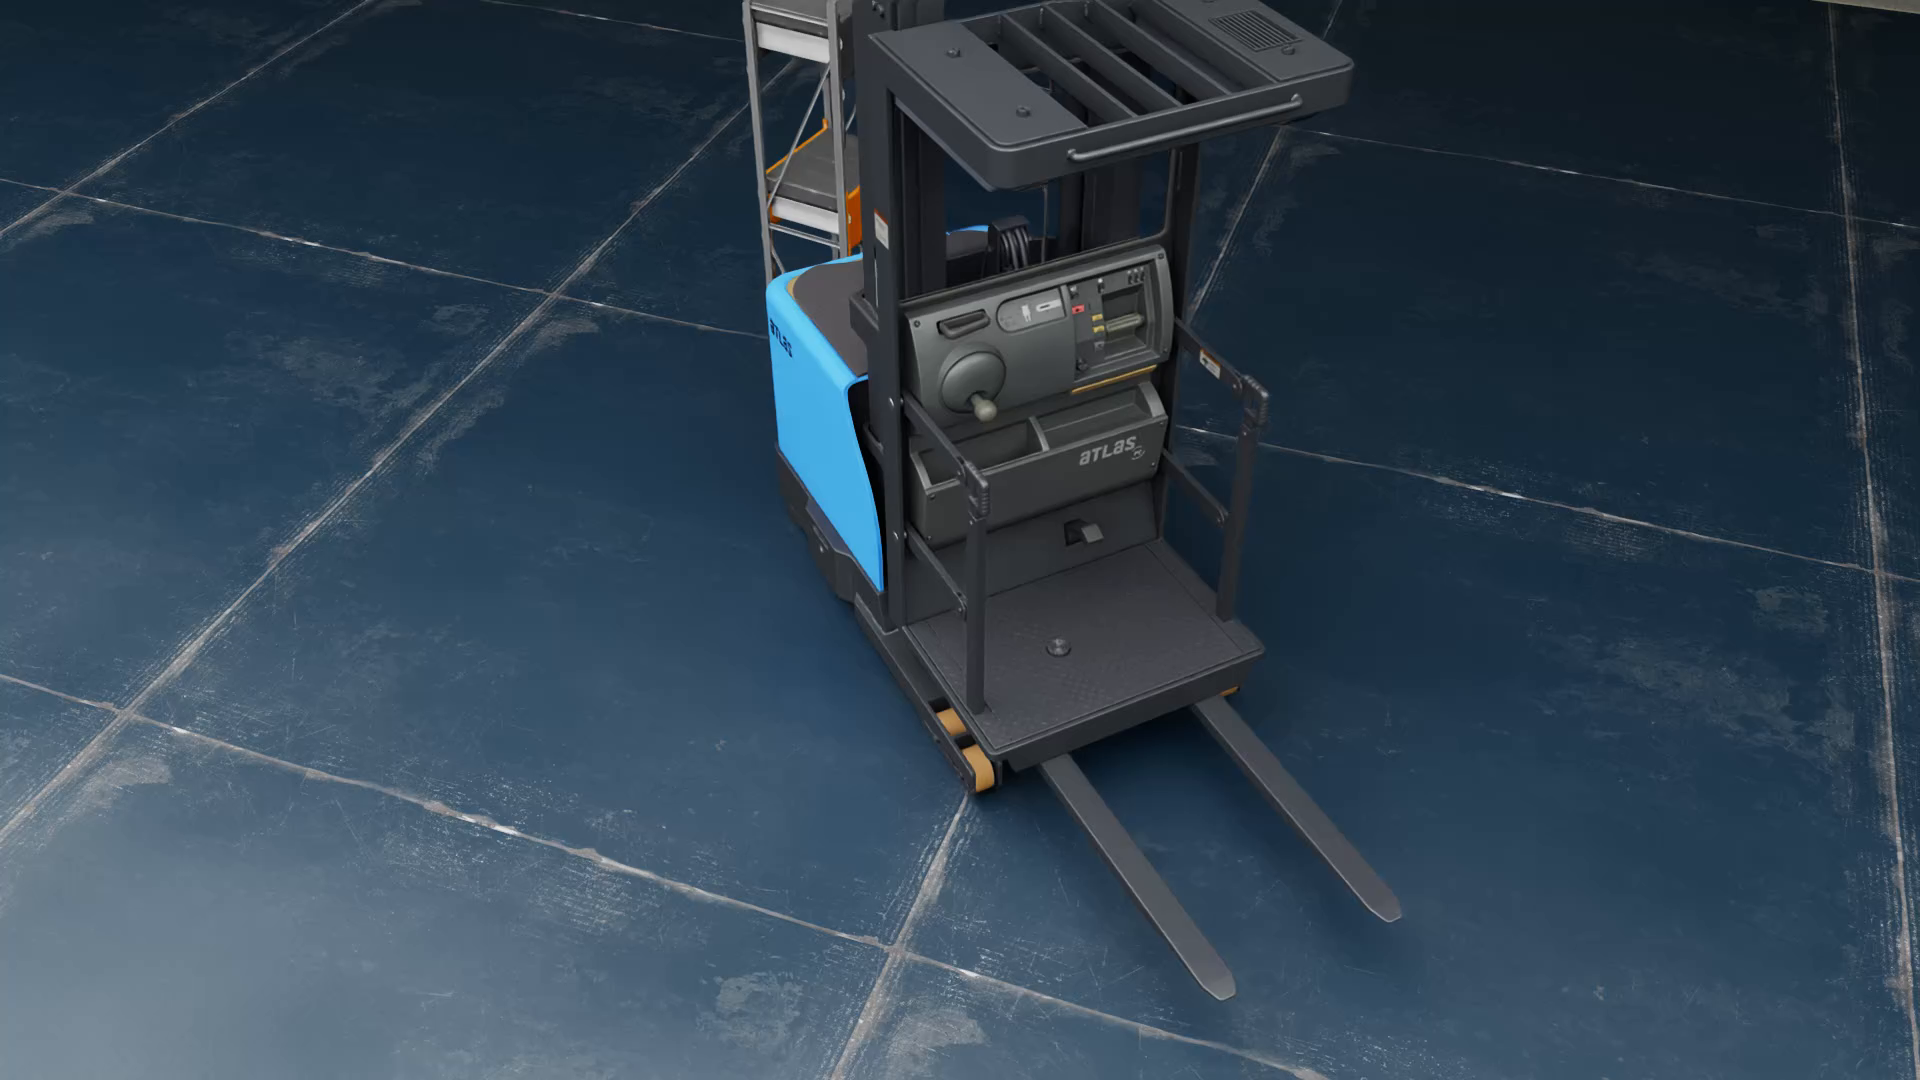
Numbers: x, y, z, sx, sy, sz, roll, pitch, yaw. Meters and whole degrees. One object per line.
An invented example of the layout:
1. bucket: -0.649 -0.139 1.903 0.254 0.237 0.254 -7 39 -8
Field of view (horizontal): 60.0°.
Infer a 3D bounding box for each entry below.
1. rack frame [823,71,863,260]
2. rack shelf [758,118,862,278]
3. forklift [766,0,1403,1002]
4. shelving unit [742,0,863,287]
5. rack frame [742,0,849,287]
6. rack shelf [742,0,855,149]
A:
1. rack frame: -0.372 -1.468 6.852 0.400 2.100 0.015 20 44 22
2. rack shelf: -0.491 -1.319 6.699 0.431 0.518 0.480 20 44 22
3. forklift: 0.369 -0.578 5.169 1.130 2.935 3.031 -18 44 -20
4. shelving unit: -0.491 -1.329 6.690 0.431 2.100 0.503 20 44 22
5. rack frame: -0.609 -1.191 6.528 0.400 2.100 0.015 20 44 22
6. rack shelf: -0.491 -1.851 6.245 0.431 0.518 0.480 20 44 22
